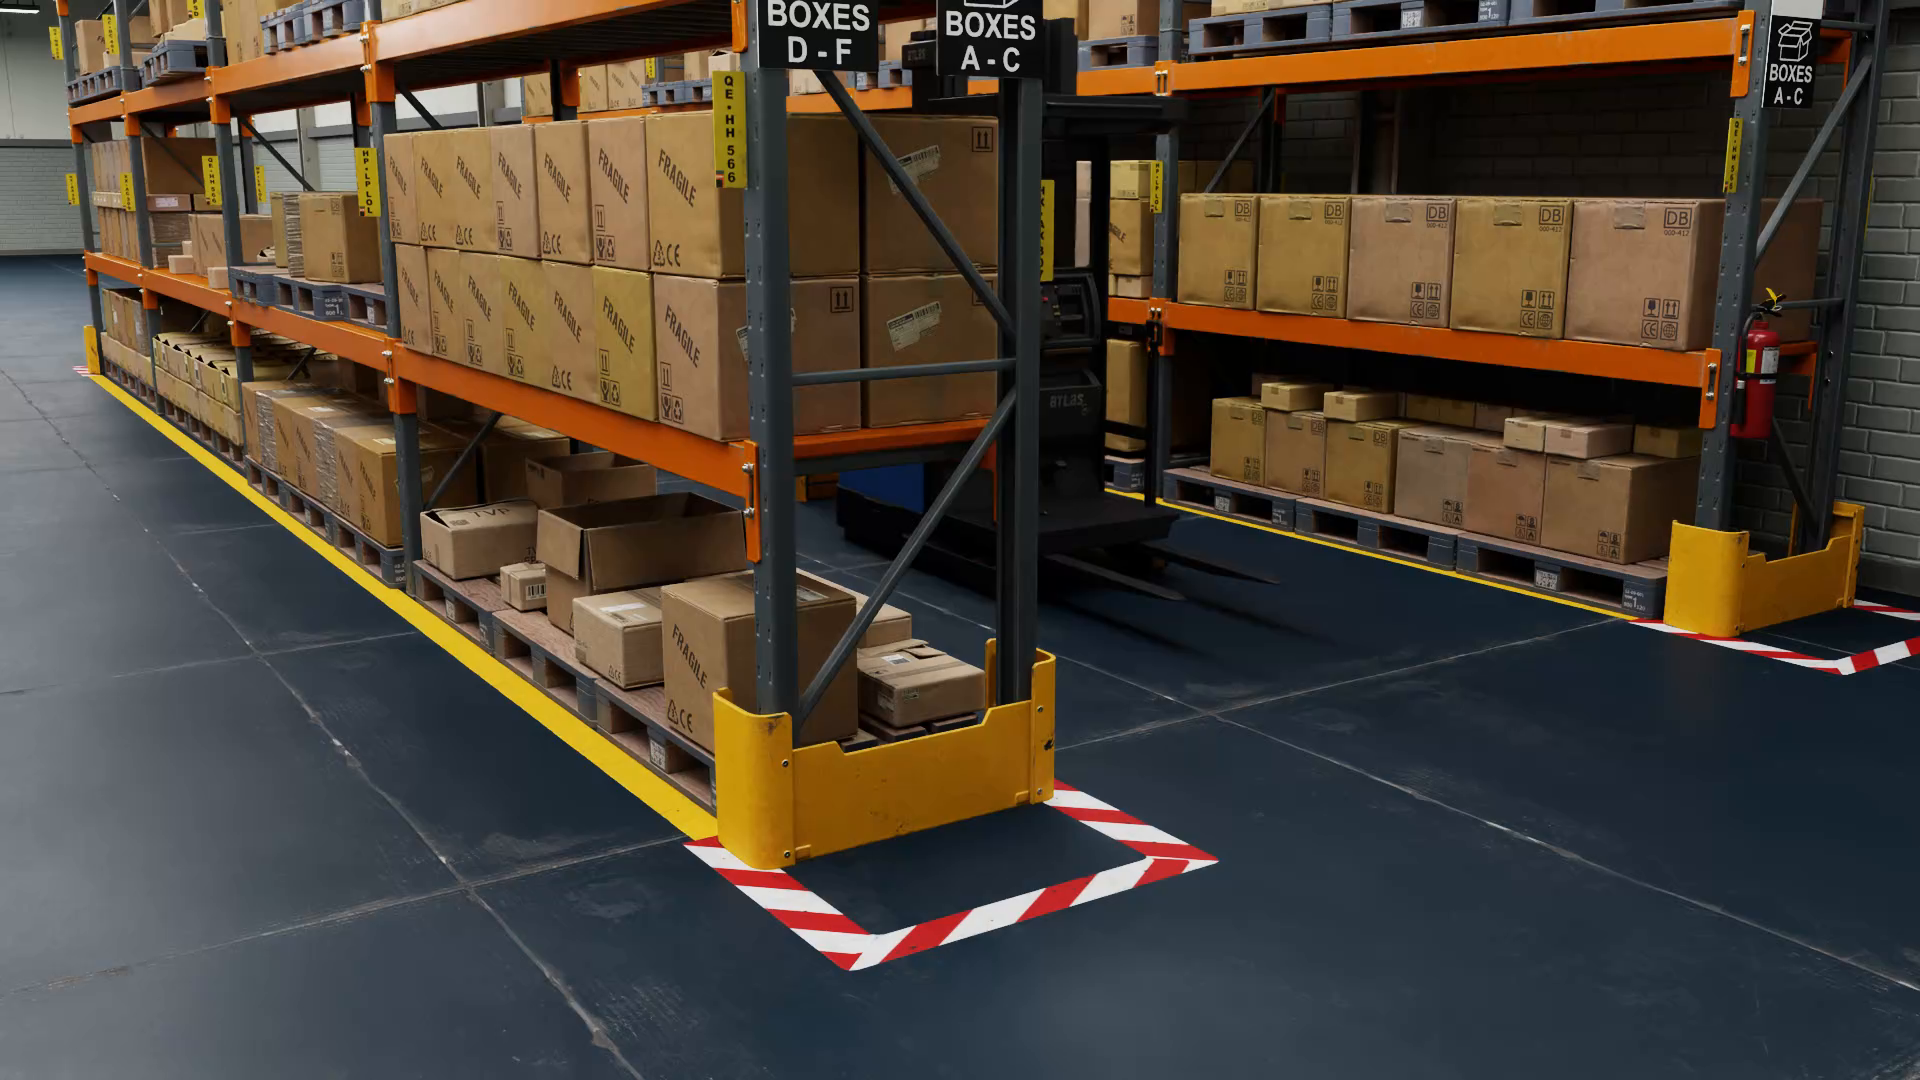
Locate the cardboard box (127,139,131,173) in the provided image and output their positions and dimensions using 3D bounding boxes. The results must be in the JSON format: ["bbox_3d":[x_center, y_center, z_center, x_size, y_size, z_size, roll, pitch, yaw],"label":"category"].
[{"bbox_3d":[-7.368,-3.504,15.595,0.700,0.500,0.500,-8,15,-33],"label":"cardboard box"}]

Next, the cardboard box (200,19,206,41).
[{"bbox_3d":[-5.224,-3.705,12.129,0.500,0.250,0.500,-8,14,-31],"label":"cardboard box"}]

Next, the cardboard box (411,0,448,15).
[{"bbox_3d":[-2.067,-2.418,7.228,0.500,0.250,0.500,-8,15,-33],"label":"cardboard box"}]

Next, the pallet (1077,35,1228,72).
[{"bbox_3d":[1.169,-3.347,11.574,0.805,0.209,1.217,-9,15,-35],"label":"pallet"}]

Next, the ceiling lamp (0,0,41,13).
[{"bbox_3d":[-22.433,-13.774,38.119,2.000,3.185,0.800,-8,15,-33],"label":"ceiling lamp"}]

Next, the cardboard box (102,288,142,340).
[{"bbox_3d":[-8.662,-2.383,17.436,0.500,0.500,0.500,-8,15,-33],"label":"cardboard box"}]

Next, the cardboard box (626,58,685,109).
[{"bbox_3d":[-3.201,-4.826,17.606,0.500,0.500,0.500,-8,14,-31],"label":"cardboard box"}]

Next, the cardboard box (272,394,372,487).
[{"bbox_3d":[-4.037,-0.639,10.585,0.500,0.500,0.500,-8,15,-34],"label":"cardboard box"}]

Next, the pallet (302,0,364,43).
[{"bbox_3d":[-2.707,-2.729,8.738,1.213,0.211,1.003,-8,15,-33],"label":"pallet"}]

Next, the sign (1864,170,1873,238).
[{"bbox_3d":[4.400,-1.633,8.096,0.100,0.325,0.005,-8,15,-33],"label":"sign"}]

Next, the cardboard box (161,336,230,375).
[{"bbox_3d":[-6.542,-1.597,14.285,0.500,0.311,0.500,-8,15,-33],"label":"cardboard box"}]

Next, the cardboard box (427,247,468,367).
[{"bbox_3d":[-2.062,-1.066,7.483,0.500,0.500,0.500,-8,15,-32],"label":"cardboard box"}]

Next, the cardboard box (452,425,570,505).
[{"bbox_3d":[-2.469,-0.340,9.216,0.500,0.500,0.500,-9,15,-35],"label":"cardboard box"}]

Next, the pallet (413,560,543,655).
[{"bbox_3d":[-2.024,0.253,8.209,1.003,0.211,1.213,-8,15,-33],"label":"pallet"}]

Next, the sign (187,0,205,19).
[{"bbox_3d":[-5.086,-3.635,11.046,0.100,0.325,0.005,-8,15,-33],"label":"sign"}]

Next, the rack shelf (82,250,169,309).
[{"bbox_3d":[-7.944,-2.658,16.680,1.077,0.370,4.000,-8,15,-33],"label":"rack shelf"}]

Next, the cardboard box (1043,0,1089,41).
[{"bbox_3d":[0.960,-3.808,11.969,0.700,0.500,0.500,-8,15,-34],"label":"cardboard box"}]

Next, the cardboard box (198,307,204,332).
[{"bbox_3d":[-7.116,-2.090,16.094,0.500,0.500,0.500,-8,15,-33],"label":"cardboard box"}]

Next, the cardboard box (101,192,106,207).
[{"bbox_3d":[-8.591,-3.499,17.091,0.380,0.149,0.250,-8,15,-34],"label":"cardboard box"}]

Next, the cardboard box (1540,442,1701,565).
[{"bbox_3d":[3.463,-0.203,8.639,0.700,0.500,0.500,-8,15,-33],"label":"cardboard box"}]

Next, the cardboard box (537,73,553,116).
[{"bbox_3d":[-4.685,-5.288,19.717,0.500,0.500,0.500,-7,14,-29],"label":"cardboard box"}]

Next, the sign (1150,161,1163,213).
[{"bbox_3d":[1.272,-2.279,10.738,0.100,0.325,0.005,-8,15,-33],"label":"sign"}]

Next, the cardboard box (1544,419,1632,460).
[{"bbox_3d":[3.240,-0.522,8.575,0.380,0.149,0.250,-8,15,-33],"label":"cardboard box"}]

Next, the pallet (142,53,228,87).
[{"bbox_3d":[-5.692,-3.624,12.835,1.003,0.211,1.213,-7,14,-30],"label":"pallet"}]

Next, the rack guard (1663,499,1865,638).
[{"bbox_3d":[3.948,0.119,8.149,1.175,0.500,0.348,-8,15,-33],"label":"rack guard"}]

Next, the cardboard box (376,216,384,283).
[{"bbox_3d":[-2.914,-1.711,9.446,0.700,0.500,0.500,-6,14,-24],"label":"cardboard box"}]

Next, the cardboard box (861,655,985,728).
[{"bbox_3d":[-0.133,0.543,6.001,0.380,0.149,0.250,-8,15,-33],"label":"cardboard box"}]

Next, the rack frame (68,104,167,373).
[{"bbox_3d":[-9.052,-3.365,18.230,1.000,3.000,0.127,-8,15,-33],"label":"rack frame"}]

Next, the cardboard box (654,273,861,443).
[{"bbox_3d":[-0.662,-0.616,5.424,0.500,0.500,0.500,-8,14,-31],"label":"cardboard box"}]

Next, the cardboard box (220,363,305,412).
[{"bbox_3d":[-5.115,-1.142,12.205,0.500,0.311,0.500,-8,14,-31],"label":"cardboard box"}]

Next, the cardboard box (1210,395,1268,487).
[{"bbox_3d":[2.047,-0.657,10.713,0.700,0.500,0.500,-8,15,-32],"label":"cardboard box"}]

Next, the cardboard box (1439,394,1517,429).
[{"bbox_3d":[2.995,-0.747,9.606,0.380,0.149,0.250,-8,15,-32],"label":"cardboard box"}]

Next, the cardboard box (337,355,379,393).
[{"bbox_3d":[-3.872,-1.155,11.186,0.500,0.250,0.500,-7,14,-31],"label":"cardboard box"}]

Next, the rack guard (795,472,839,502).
[{"bbox_3d":[-0.831,-0.412,11.161,0.587,0.250,0.087,-8,14,-31],"label":"rack guard"}]

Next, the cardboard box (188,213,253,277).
[{"bbox_3d":[-6.132,-2.471,13.904,0.500,0.500,0.500,-7,14,-29],"label":"cardboard box"}]

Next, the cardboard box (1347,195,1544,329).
[{"bbox_3d":[2.816,-1.608,9.490,0.980,0.700,0.700,-9,15,-35],"label":"cardboard box"}]

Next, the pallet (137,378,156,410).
[{"bbox_3d":[-7.242,-1.438,15.944,1.003,0.211,1.213,-8,15,-33],"label":"pallet"}]

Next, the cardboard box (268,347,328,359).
[{"bbox_3d":[-5.244,-1.390,13.336,0.500,0.311,0.500,-9,15,-34],"label":"cardboard box"}]

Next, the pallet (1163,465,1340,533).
[{"bbox_3d":[2.074,-0.311,10.792,1.003,0.211,1.213,-8,15,-33],"label":"pallet"}]

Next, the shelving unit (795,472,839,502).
[{"bbox_3d":[-0.567,-0.932,10.615,0.587,1.500,1.083,-8,14,-31],"label":"shelving unit"}]

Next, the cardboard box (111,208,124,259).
[{"bbox_3d":[-8.239,-3.148,17.001,0.700,0.500,0.500,-8,15,-32],"label":"cardboard box"}]

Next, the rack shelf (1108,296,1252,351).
[{"bbox_3d":[0.610,-1.822,12.858,1.077,0.370,4.000,-8,15,-33],"label":"rack shelf"}]

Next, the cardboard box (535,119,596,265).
[{"bbox_3d":[-1.235,-1.285,6.142,0.500,0.500,0.500,-8,14,-31],"label":"cardboard box"}]

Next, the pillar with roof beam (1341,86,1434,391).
[{"bbox_3d":[-0.758,-4.217,8.083,9.100,9.000,0.400,-8,15,-33],"label":"pillar with roof beam"}]

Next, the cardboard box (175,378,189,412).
[{"bbox_3d":[-6.247,-1.232,13.927,0.500,0.250,0.500,-9,15,-34],"label":"cardboard box"}]

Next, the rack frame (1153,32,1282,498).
[{"bbox_3d":[1.718,-1.818,11.155,1.000,3.000,0.127,-8,15,-33],"label":"rack frame"}]

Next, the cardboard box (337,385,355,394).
[{"bbox_3d":[-3.906,-0.798,11.310,0.500,0.500,0.500,-7,14,-31],"label":"cardboard box"}]

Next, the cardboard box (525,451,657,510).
[{"bbox_3d":[-1.852,-0.157,8.381,0.500,0.500,0.500,-8,15,-33],"label":"cardboard box"}]

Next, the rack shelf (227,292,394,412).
[{"bbox_3d":[-3.512,-1.235,10.174,1.077,0.370,4.000,-8,15,-33],"label":"rack shelf"}]

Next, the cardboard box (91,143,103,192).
[{"bbox_3d":[-8.775,-3.954,17.651,0.700,0.500,0.500,-8,15,-33],"label":"cardboard box"}]

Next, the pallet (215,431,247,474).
[{"bbox_3d":[-5.044,-0.731,12.712,1.003,0.211,1.213,-8,15,-33],"label":"pallet"}]

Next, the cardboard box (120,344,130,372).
[{"bbox_3d":[-8.111,-1.839,16.701,0.500,0.250,0.500,-8,15,-33],"label":"cardboard box"}]

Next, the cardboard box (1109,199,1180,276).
[{"bbox_3d":[1.252,-2.074,11.349,0.500,0.500,0.500,-8,15,-34],"label":"cardboard box"}]

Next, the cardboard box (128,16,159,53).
[{"bbox_3d":[-7.644,-4.751,15.993,0.797,0.503,0.637,-6,14,-27],"label":"cardboard box"}]

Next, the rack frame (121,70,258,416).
[{"bbox_3d":[-6.836,-2.654,14.976,1.000,3.000,0.127,-8,15,-33],"label":"rack frame"}]

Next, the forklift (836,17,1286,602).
[{"bbox_3d":[0.467,-1.251,8.723,1.130,2.935,3.031,-8,14,-31],"label":"forklift"}]

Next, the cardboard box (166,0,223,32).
[{"bbox_3d":[-6.192,-4.405,13.574,0.500,0.500,0.500,-6,14,-27],"label":"cardboard box"}]

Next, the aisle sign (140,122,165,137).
[{"bbox_3d":[-8.844,-4.682,18.164,0.394,0.787,0.004,-8,15,-33],"label":"aisle sign"}]

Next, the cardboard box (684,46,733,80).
[{"bbox_3d":[-2.478,-4.854,16.797,0.500,0.500,0.500,-6,14,-25],"label":"cardboard box"}]

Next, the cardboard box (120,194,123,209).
[{"bbox_3d":[-7.867,-3.269,16.035,0.380,0.149,0.250,-8,14,-31],"label":"cardboard box"}]
